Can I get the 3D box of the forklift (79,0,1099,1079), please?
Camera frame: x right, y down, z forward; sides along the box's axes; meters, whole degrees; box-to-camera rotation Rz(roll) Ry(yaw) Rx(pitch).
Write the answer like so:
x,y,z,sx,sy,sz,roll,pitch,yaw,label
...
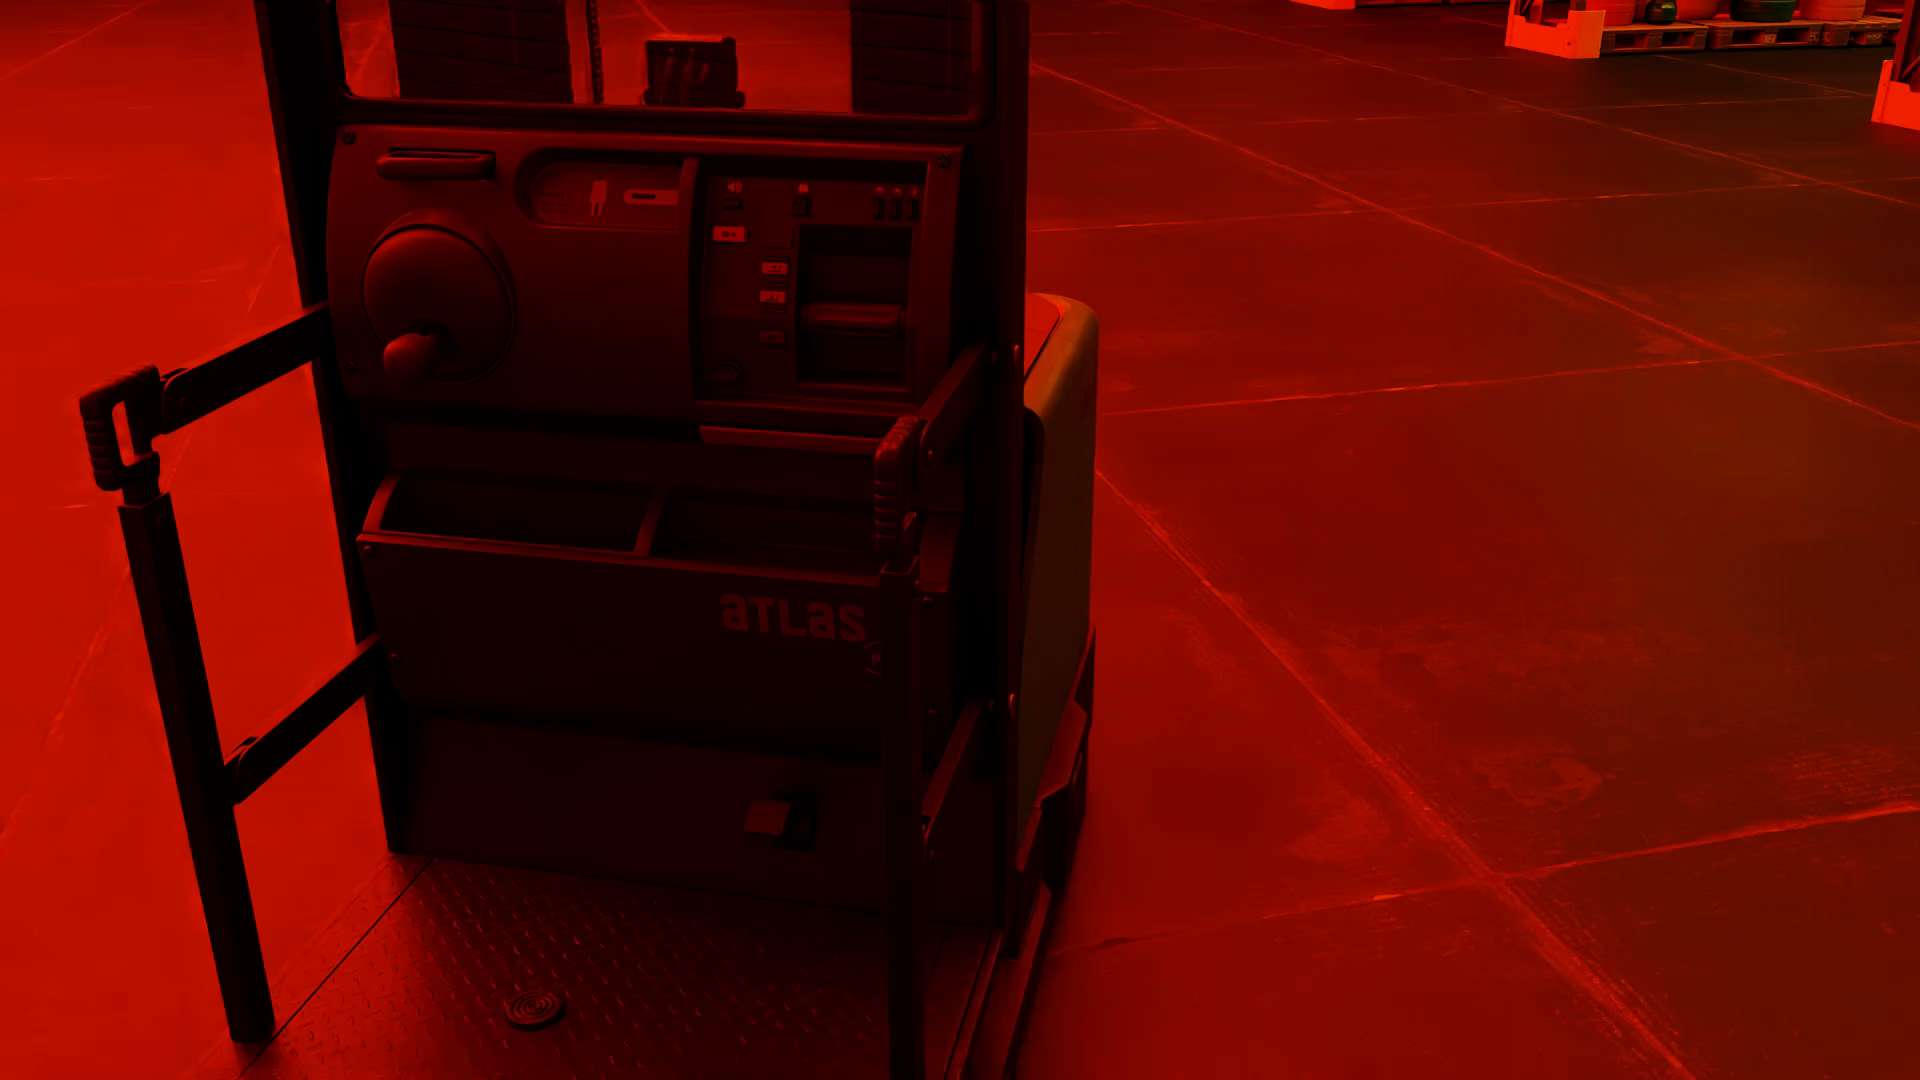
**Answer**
x,y,z,sx,sy,sz,roll,pitch,yaw,label
-0.500,-0.358,2.152,1.130,2.935,3.031,5,24,11,forklift
